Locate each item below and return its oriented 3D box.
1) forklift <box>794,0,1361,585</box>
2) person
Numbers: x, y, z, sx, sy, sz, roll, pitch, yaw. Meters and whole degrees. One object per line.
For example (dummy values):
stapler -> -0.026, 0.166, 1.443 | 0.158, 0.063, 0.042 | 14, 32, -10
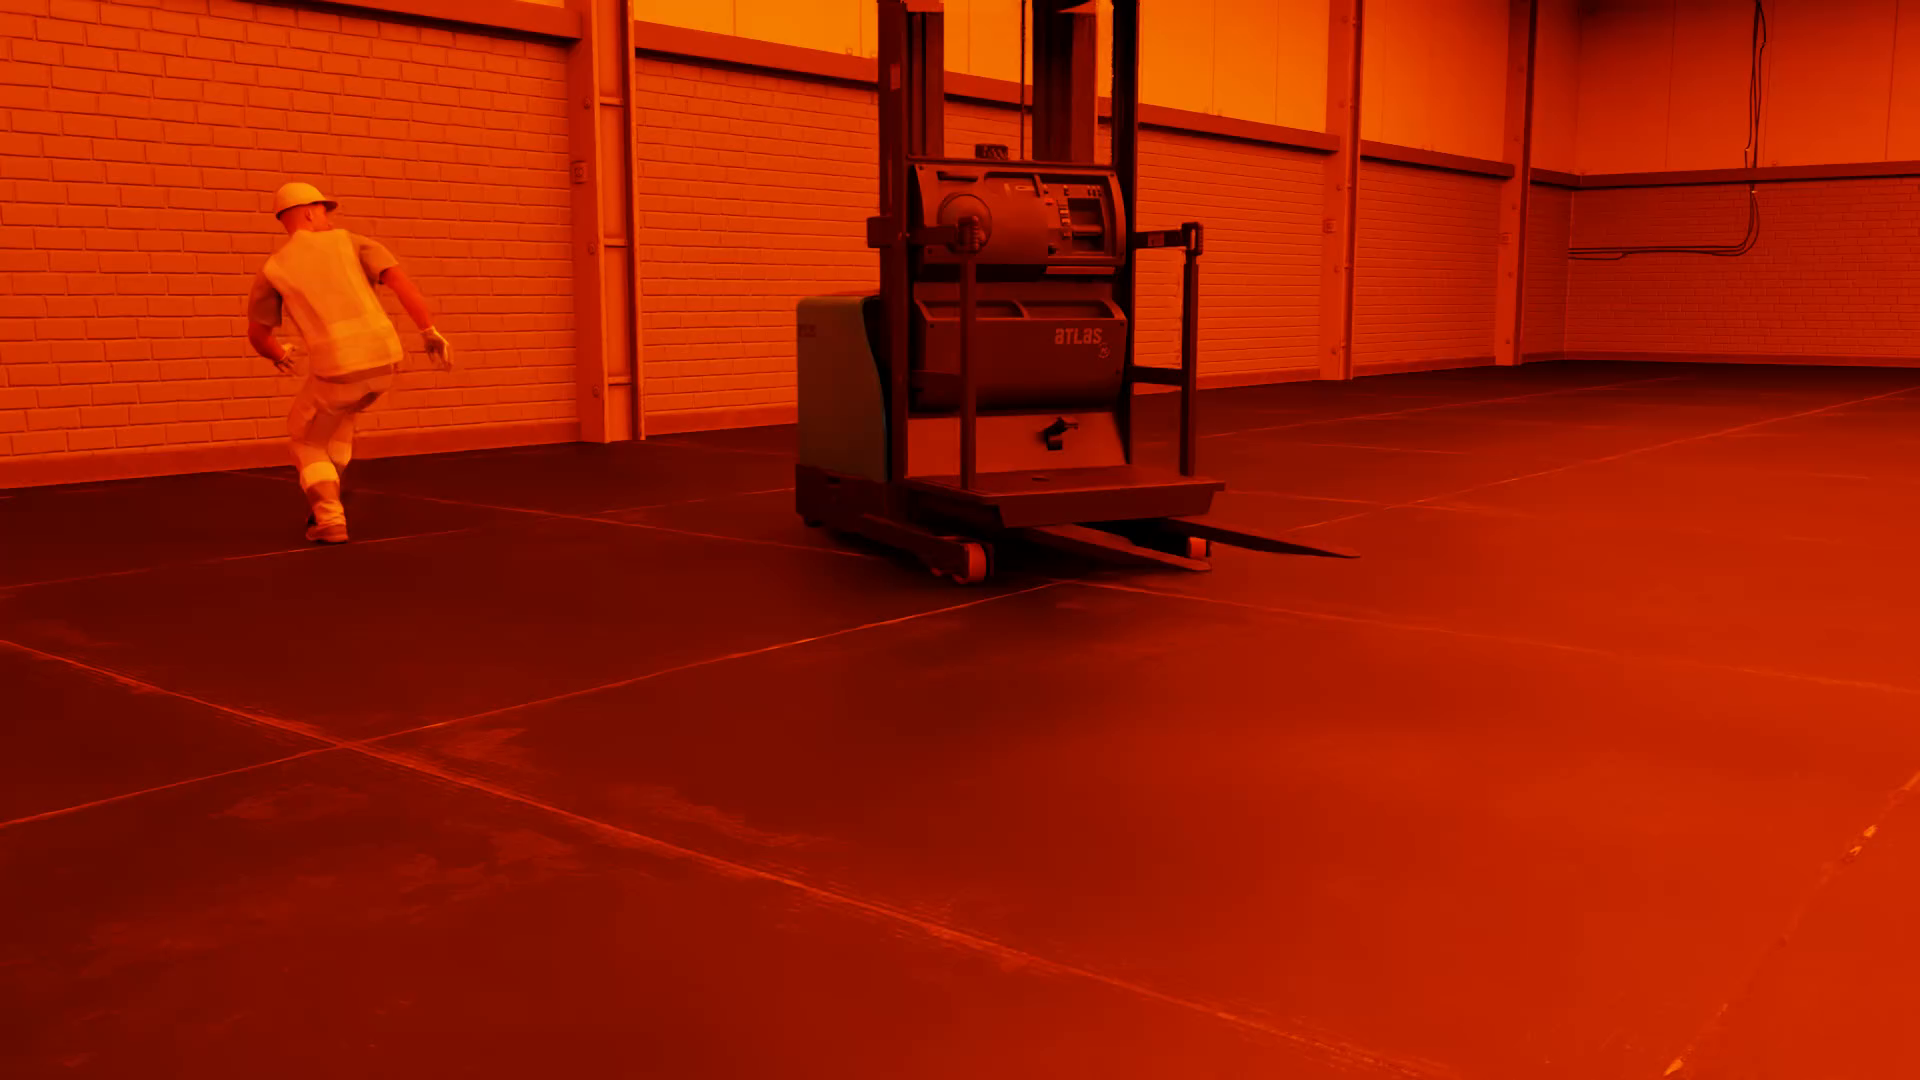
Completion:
forklift -> 0.349, -1.352, 6.525 | 1.130, 2.935, 3.031 | -4, 9, -27
person -> -2.789, -0.807, 7.520 | 0.779, 1.586, 0.811 | -6, 10, -35
